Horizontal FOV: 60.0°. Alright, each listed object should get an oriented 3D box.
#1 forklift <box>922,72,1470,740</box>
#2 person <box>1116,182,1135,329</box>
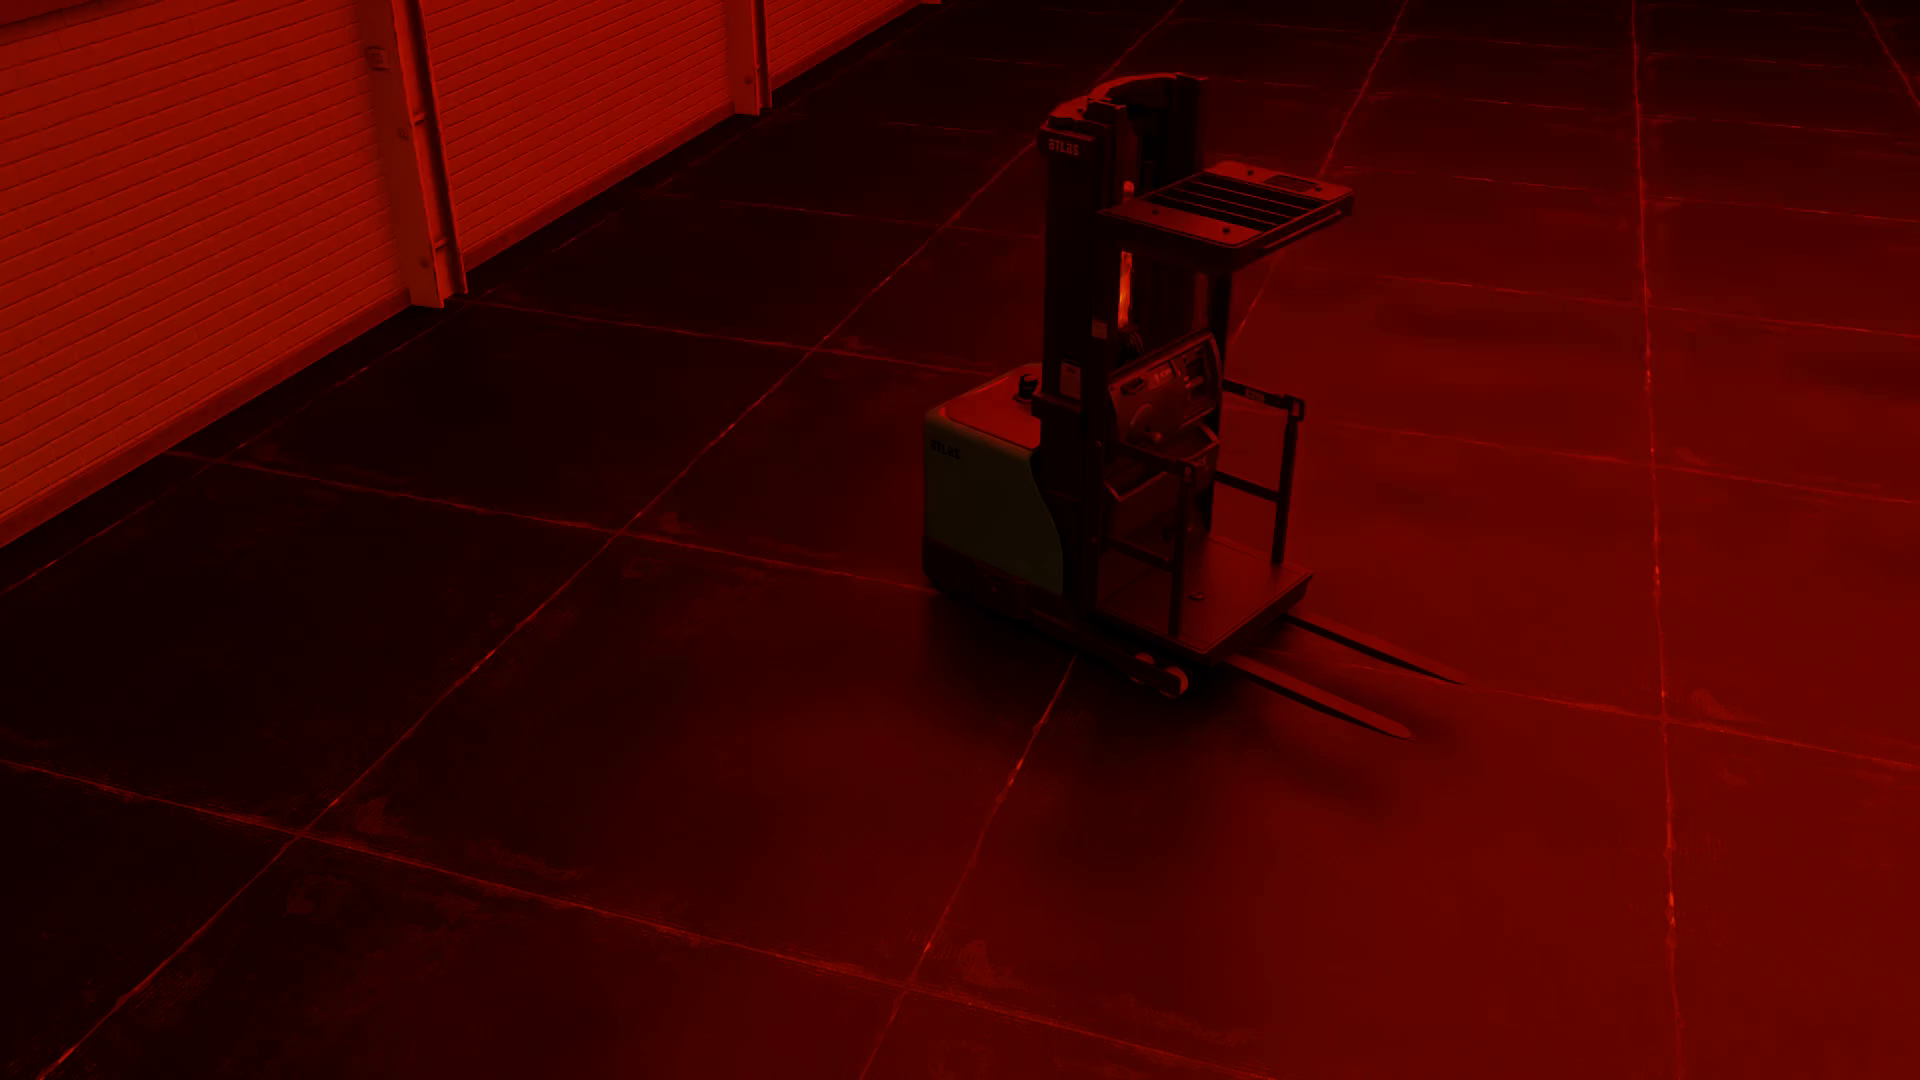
[{"bbox_3d":[1.221,-0.744,8.441,3.031,2.935,1.130,23,37,35],"label":"forklift"},{"bbox_3d":[1.080,-1.599,11.248,0.774,1.672,0.673,-7,30,-11],"label":"person"}]
